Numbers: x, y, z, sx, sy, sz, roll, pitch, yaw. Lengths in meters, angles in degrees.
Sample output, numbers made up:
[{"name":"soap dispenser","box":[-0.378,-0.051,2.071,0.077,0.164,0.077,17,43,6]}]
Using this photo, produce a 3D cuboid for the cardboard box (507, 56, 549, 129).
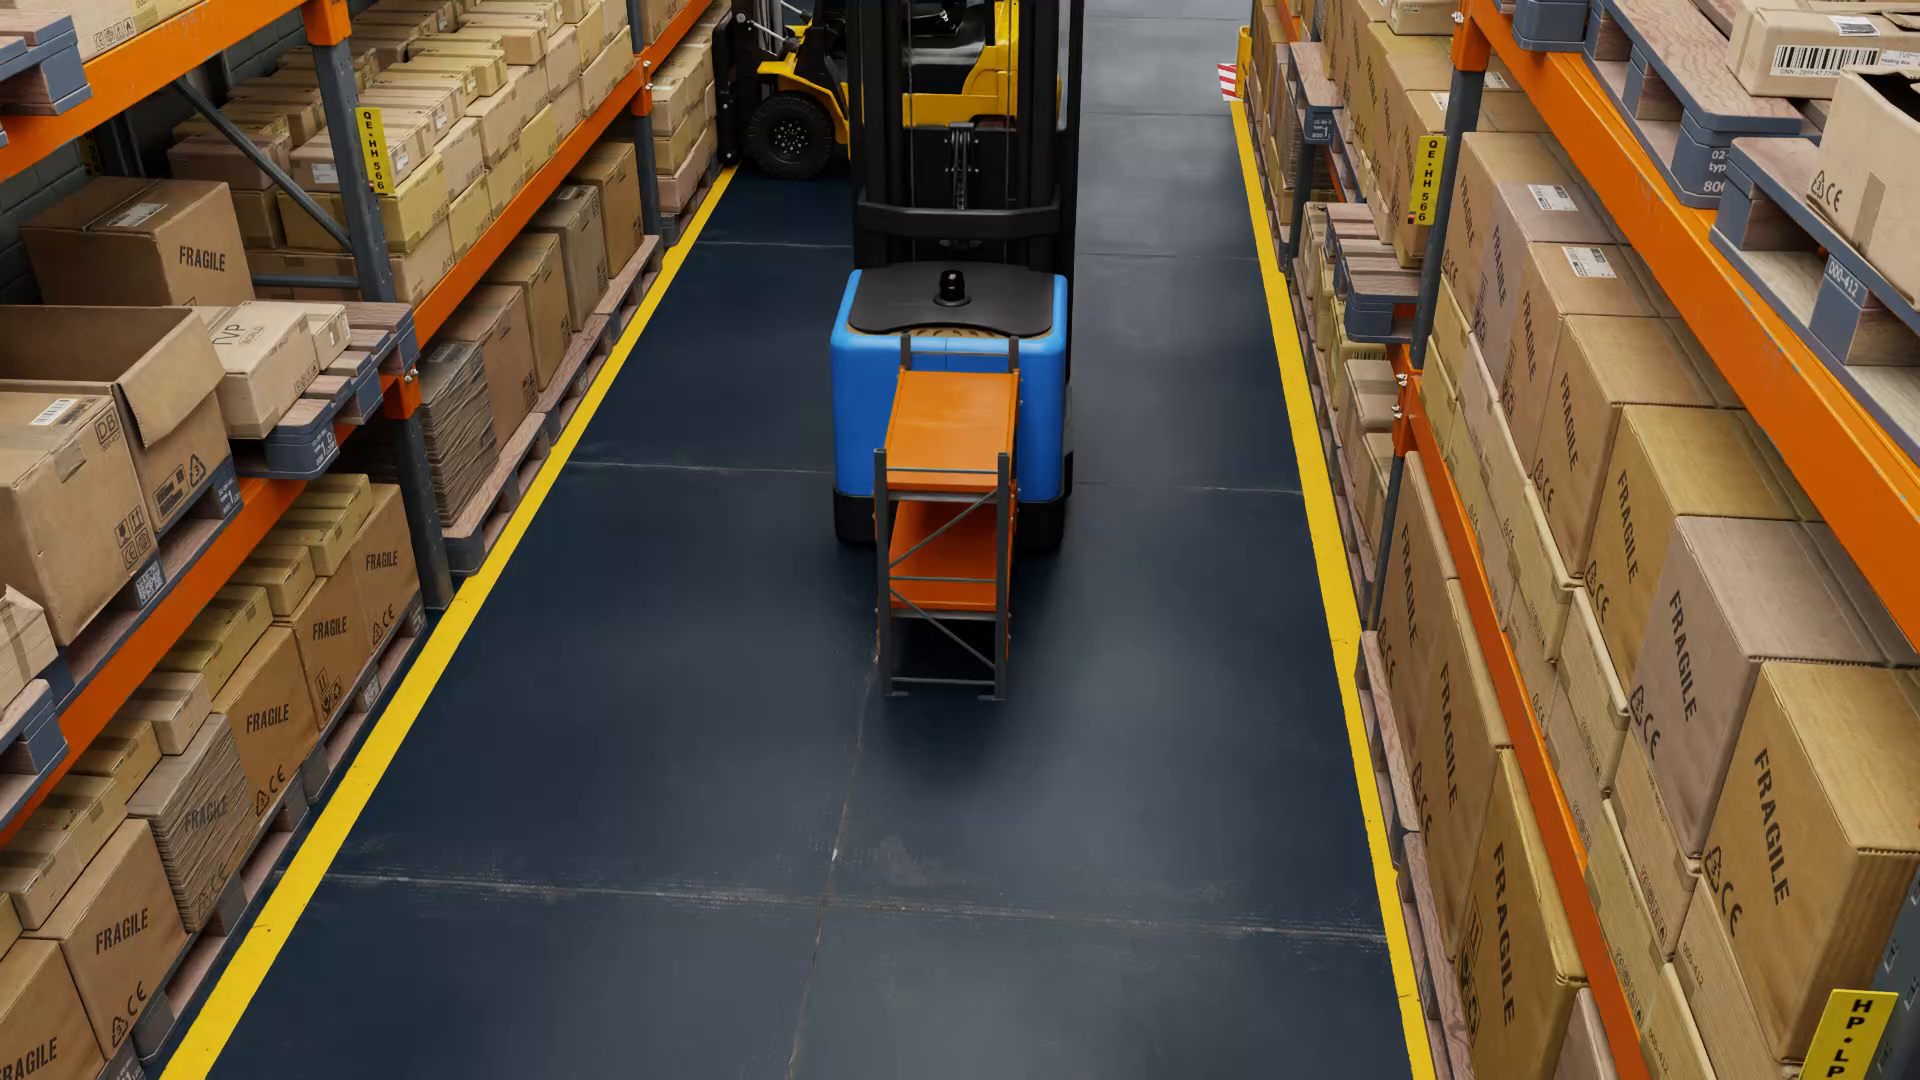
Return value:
[{"name":"cardboard box","box":[-2.336,-2.189,8.109,0.500,0.250,0.500,3,32,5]}]

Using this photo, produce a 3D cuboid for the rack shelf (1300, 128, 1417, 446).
[{"name":"rack shelf","box":[2.376,-1.545,8.084,1.077,0.370,4.000,2,32,4]}]

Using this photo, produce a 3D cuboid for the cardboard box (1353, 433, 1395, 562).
[{"name":"cardboard box","box":[2.269,-0.161,7.256,0.950,0.372,0.625,0,32,1]}]

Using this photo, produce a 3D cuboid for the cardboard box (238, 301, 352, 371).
[{"name":"cardboard box","box":[-2.405,-0.728,5.911,0.380,0.149,0.250,3,32,5]}]

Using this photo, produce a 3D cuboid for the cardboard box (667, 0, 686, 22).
[{"name":"cardboard box","box":[-2.086,-3.644,10.708,0.500,0.500,0.500,3,32,5]}]

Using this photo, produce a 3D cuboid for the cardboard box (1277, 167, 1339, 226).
[{"name":"cardboard box","box":[2.319,-2.226,10.723,0.500,0.250,0.500,4,32,6]}]

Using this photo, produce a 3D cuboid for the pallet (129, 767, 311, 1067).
[{"name":"pallet","box":[-2.935,1.197,5.607,1.003,0.211,1.213,2,32,4]}]

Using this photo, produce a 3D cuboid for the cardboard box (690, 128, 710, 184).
[{"name":"cardboard box","box":[-2.013,-2.620,11.363,0.500,0.250,0.500,2,32,3]}]

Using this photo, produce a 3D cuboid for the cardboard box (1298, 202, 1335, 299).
[{"name":"cardboard box","box":[2.499,-1.683,9.726,0.950,0.372,0.625,3,32,5]}]

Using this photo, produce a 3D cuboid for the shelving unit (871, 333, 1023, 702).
[{"name":"shelving unit","box":[-0.035,-0.111,6.858,0.538,1.125,1.048,2,32,3]}]

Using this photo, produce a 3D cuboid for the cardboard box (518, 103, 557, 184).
[{"name":"cardboard box","box":[-2.330,-1.977,8.242,0.500,0.250,0.500,3,32,6]}]

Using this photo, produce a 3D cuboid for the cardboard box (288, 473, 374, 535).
[{"name":"cardboard box","box":[-2.522,-0.137,6.478,0.380,0.149,0.250,1,32,2]}]

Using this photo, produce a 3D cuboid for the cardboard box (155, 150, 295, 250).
[{"name":"cardboard box","box":[-2.975,-1.411,6.847,0.500,0.250,0.500,3,32,5]}]

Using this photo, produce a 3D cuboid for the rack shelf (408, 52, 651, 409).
[{"name":"rack shelf","box":[-2.571,-1.755,8.425,1.077,0.370,4.000,2,32,4]}]

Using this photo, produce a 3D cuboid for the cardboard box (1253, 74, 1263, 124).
[{"name":"cardboard box","box":[2.474,-3.320,12.499,0.500,0.250,0.500,4,32,6]}]

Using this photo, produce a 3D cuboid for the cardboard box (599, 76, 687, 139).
[{"name":"cardboard box","box":[-2.056,-2.781,10.670,0.500,0.250,0.500,2,32,3]}]

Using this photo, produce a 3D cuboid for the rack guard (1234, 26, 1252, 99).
[{"name":"rack guard","box":[2.859,-3.885,13.577,1.175,0.500,0.348,2,32,4]}]

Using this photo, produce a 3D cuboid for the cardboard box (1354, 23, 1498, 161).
[{"name":"cardboard box","box":[2.044,-1.938,7.256,0.500,0.500,0.500,0,32,1]}]

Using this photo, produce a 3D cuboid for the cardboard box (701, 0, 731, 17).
[{"name":"cardboard box","box":[-1.876,-3.847,12.401,0.500,0.250,0.500,3,32,5]}]

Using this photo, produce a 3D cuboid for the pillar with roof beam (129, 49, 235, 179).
[{"name":"pillar with roof beam","box":[0.764,-4.106,5.835,9.100,9.000,0.400,2,32,4]}]

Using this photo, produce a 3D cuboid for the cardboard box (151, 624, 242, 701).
[{"name":"cardboard box","box":[-2.665,0.409,5.591,0.380,0.149,0.250,2,32,3]}]

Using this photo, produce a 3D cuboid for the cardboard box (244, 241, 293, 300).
[{"name":"cardboard box","box":[-2.952,-1.198,6.977,0.500,0.250,0.500,2,32,3]}]

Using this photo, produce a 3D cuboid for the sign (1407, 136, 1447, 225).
[{"name":"sign","box":[1.672,-1.283,5.945,0.100,0.325,0.005,2,32,4]}]

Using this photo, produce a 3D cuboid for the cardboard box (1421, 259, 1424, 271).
[{"name":"cardboard box","box":[2.006,-1.059,6.448,0.380,0.149,0.250,4,32,6]}]

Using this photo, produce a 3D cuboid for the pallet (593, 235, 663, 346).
[{"name":"pallet","box":[-2.430,-1.533,10.037,1.003,0.211,1.213,2,32,4]}]

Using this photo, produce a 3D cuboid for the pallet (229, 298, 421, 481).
[{"name":"pallet","box":[-2.719,-0.576,6.009,1.213,0.211,1.003,2,32,4]}]

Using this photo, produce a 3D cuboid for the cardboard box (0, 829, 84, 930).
[{"name":"cardboard box","box":[-2.744,0.953,4.708,0.380,0.149,0.250,2,32,4]}]

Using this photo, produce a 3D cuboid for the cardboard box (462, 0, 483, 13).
[{"name":"cardboard box","box":[-2.746,-2.848,8.799,0.380,0.149,0.250,2,32,4]}]

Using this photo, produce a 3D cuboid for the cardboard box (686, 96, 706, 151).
[{"name":"cardboard box","box":[-2.022,-2.831,11.229,0.500,0.250,0.500,2,32,4]}]

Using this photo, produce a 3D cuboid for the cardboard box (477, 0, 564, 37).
[{"name":"cardboard box","box":[-2.263,-2.699,8.557,0.380,0.149,0.250,2,32,3]}]

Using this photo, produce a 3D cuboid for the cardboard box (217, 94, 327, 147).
[{"name":"cardboard box","box":[-2.918,-1.787,7.078,0.380,0.149,0.250,2,32,4]}]

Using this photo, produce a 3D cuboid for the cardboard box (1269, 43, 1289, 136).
[{"name":"cardboard box","box":[2.400,-3.078,11.392,0.500,0.500,0.500,4,32,7]}]

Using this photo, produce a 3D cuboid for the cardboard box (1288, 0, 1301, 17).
[{"name":"cardboard box","box":[2.341,-3.503,10.814,0.380,0.149,0.250,2,32,3]}]

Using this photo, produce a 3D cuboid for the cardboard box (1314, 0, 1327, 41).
[{"name":"cardboard box","box":[2.215,-3.012,9.000,0.500,0.500,0.500,3,32,5]}]

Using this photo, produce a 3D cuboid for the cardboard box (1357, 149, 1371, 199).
[{"name":"cardboard box","box":[1.968,-1.612,7.345,0.380,0.149,0.250,3,32,5]}]

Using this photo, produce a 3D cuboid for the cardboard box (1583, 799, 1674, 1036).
[{"name":"cardboard box","box":[1.716,0.838,3.673,0.500,0.250,0.500,2,32,3]}]

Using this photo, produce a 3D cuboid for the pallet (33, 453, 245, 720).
[{"name":"pallet","box":[-2.888,0.083,4.939,1.003,0.211,1.213,2,32,4]}]

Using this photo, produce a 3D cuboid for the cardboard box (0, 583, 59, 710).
[{"name":"cardboard box","box":[-2.564,0.244,4.222,0.396,0.266,0.258,4,32,6]}]

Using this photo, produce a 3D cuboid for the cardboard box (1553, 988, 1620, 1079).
[{"name":"cardboard box","box":[1.858,1.684,3.783,0.875,0.875,0.875,3,32,6]}]

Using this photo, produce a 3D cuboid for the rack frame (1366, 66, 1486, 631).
[{"name":"rack frame","box":[2.213,-0.805,6.198,1.000,3.000,0.127,2,32,4]}]

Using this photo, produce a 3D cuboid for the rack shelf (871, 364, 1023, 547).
[{"name":"rack shelf","box":[-0.035,-0.360,6.704,0.538,0.278,1.000,2,32,3]}]

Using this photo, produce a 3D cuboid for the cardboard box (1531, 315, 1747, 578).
[{"name":"cardboard box","box":[1.797,-0.233,4.220,0.500,0.500,0.500,3,32,5]}]

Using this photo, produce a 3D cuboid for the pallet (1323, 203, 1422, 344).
[{"name":"pallet","box":[2.165,-1.101,6.860,1.213,0.211,1.003,2,32,4]}]

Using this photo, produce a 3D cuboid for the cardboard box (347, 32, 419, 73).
[{"name":"cardboard box","box":[-2.804,-2.317,7.936,0.380,0.149,0.250,3,32,5]}]

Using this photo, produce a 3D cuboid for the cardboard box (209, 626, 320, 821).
[{"name":"cardboard box","box":[-2.645,0.635,5.843,0.500,0.500,0.500,4,32,6]}]

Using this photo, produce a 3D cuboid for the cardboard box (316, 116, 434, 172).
[{"name":"cardboard box","box":[-2.394,-1.628,6.819,0.380,0.149,0.250,3,32,5]}]

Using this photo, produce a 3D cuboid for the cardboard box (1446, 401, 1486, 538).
[{"name":"cardboard box","box":[1.899,-0.227,5.403,0.500,0.250,0.500,2,32,3]}]

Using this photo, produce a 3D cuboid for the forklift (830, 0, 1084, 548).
[{"name":"forklift","box":[0.037,-1.957,8.132,1.130,2.935,3.031,2,32,3]}]

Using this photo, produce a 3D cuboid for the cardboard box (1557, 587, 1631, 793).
[{"name":"cardboard box","box":[1.751,0.363,3.968,0.500,0.250,0.500,3,32,5]}]

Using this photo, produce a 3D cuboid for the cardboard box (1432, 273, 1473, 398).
[{"name":"cardboard box","box":[1.926,-0.700,5.693,0.500,0.250,0.500,2,32,4]}]

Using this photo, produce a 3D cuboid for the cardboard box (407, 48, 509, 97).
[{"name":"cardboard box","box":[-2.320,-2.164,7.688,0.380,0.149,0.250,3,32,5]}]

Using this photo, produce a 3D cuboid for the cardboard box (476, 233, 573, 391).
[{"name":"cardboard box","box":[-2.570,-1.203,8.706,0.875,0.625,0.625,1,32,2]}]

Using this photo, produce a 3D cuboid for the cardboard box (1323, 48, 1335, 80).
[{"name":"cardboard box","box":[2.150,-2.563,8.889,0.380,0.149,0.250,3,32,5]}]

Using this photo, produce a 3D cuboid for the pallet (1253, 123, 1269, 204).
[{"name":"pallet","box":[2.655,-2.702,11.934,1.003,0.211,1.213,2,32,4]}]
